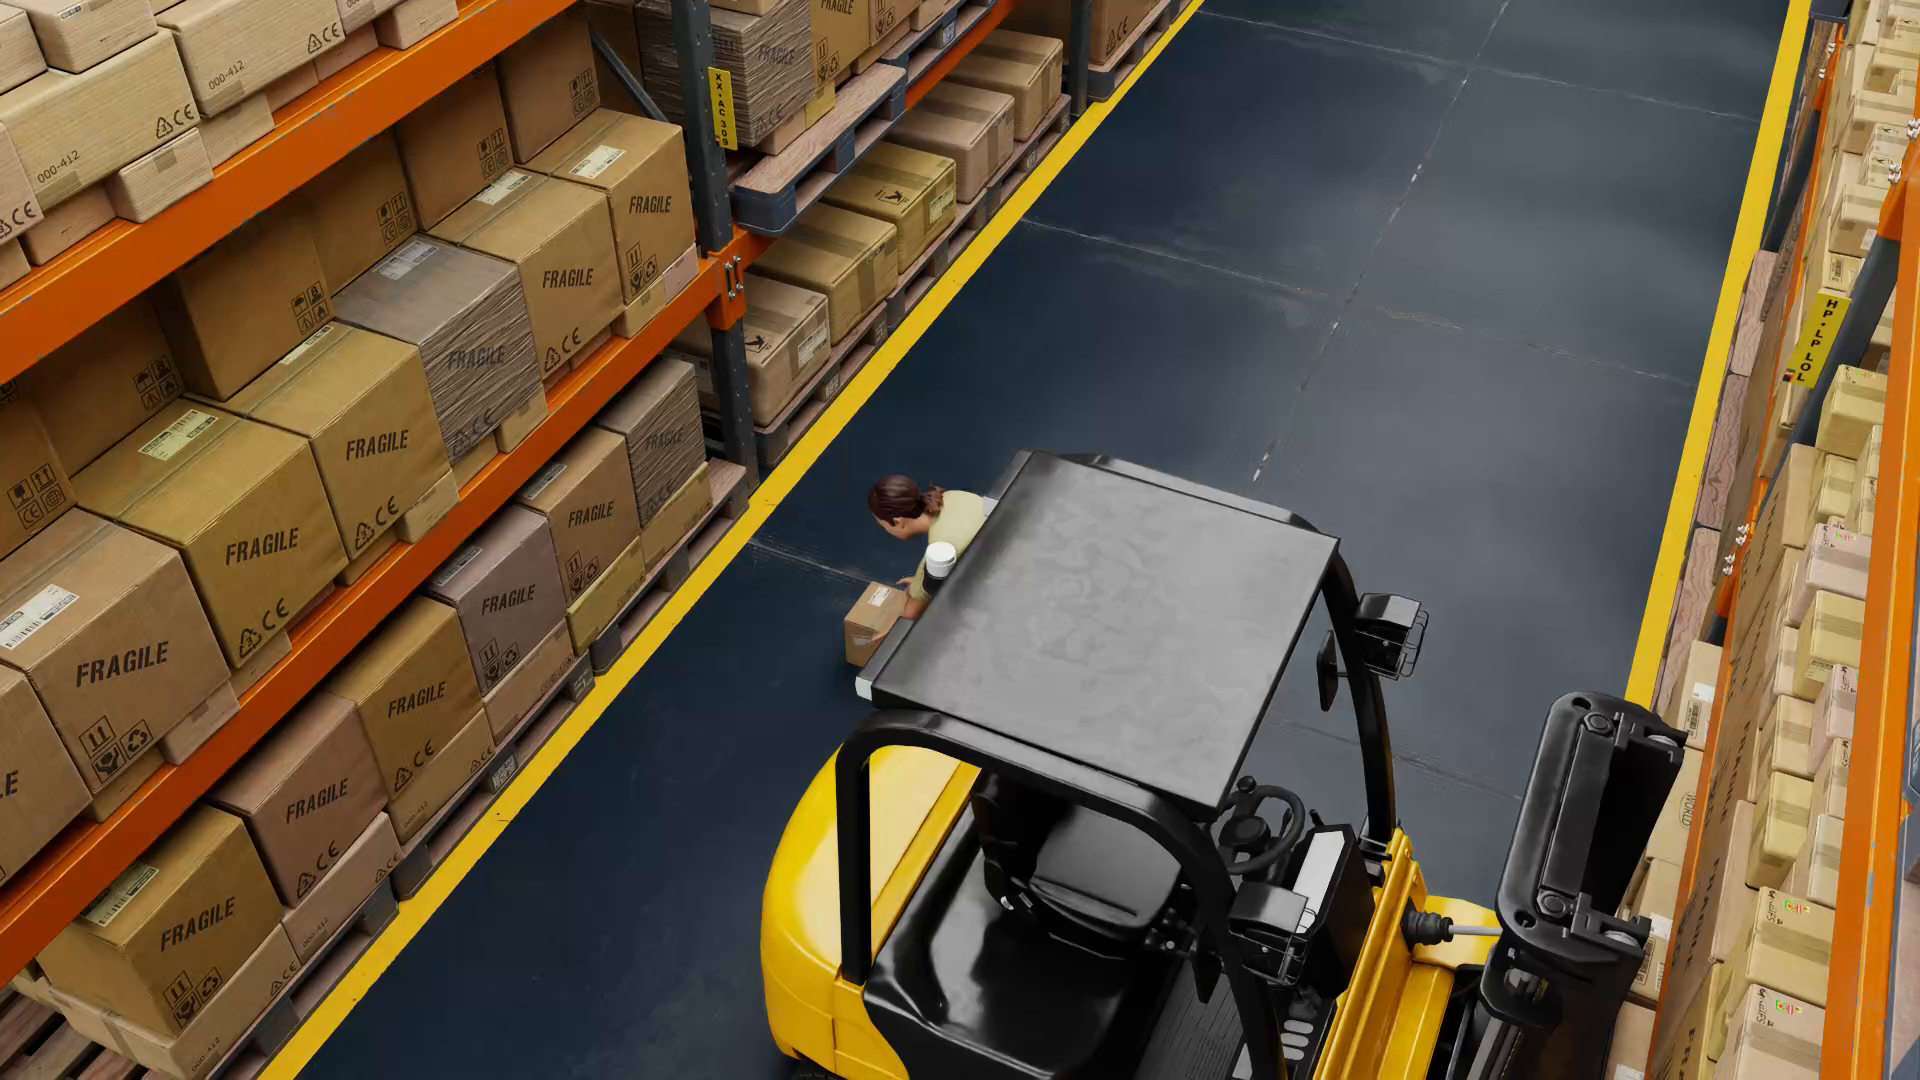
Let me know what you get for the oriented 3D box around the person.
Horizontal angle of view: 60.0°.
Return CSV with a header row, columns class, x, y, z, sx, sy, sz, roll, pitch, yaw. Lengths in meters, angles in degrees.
class,x,y,z,sx,sy,sz,roll,pitch,yaw
person,0.034,0.187,6.461,0.782,0.998,0.494,12,43,13
